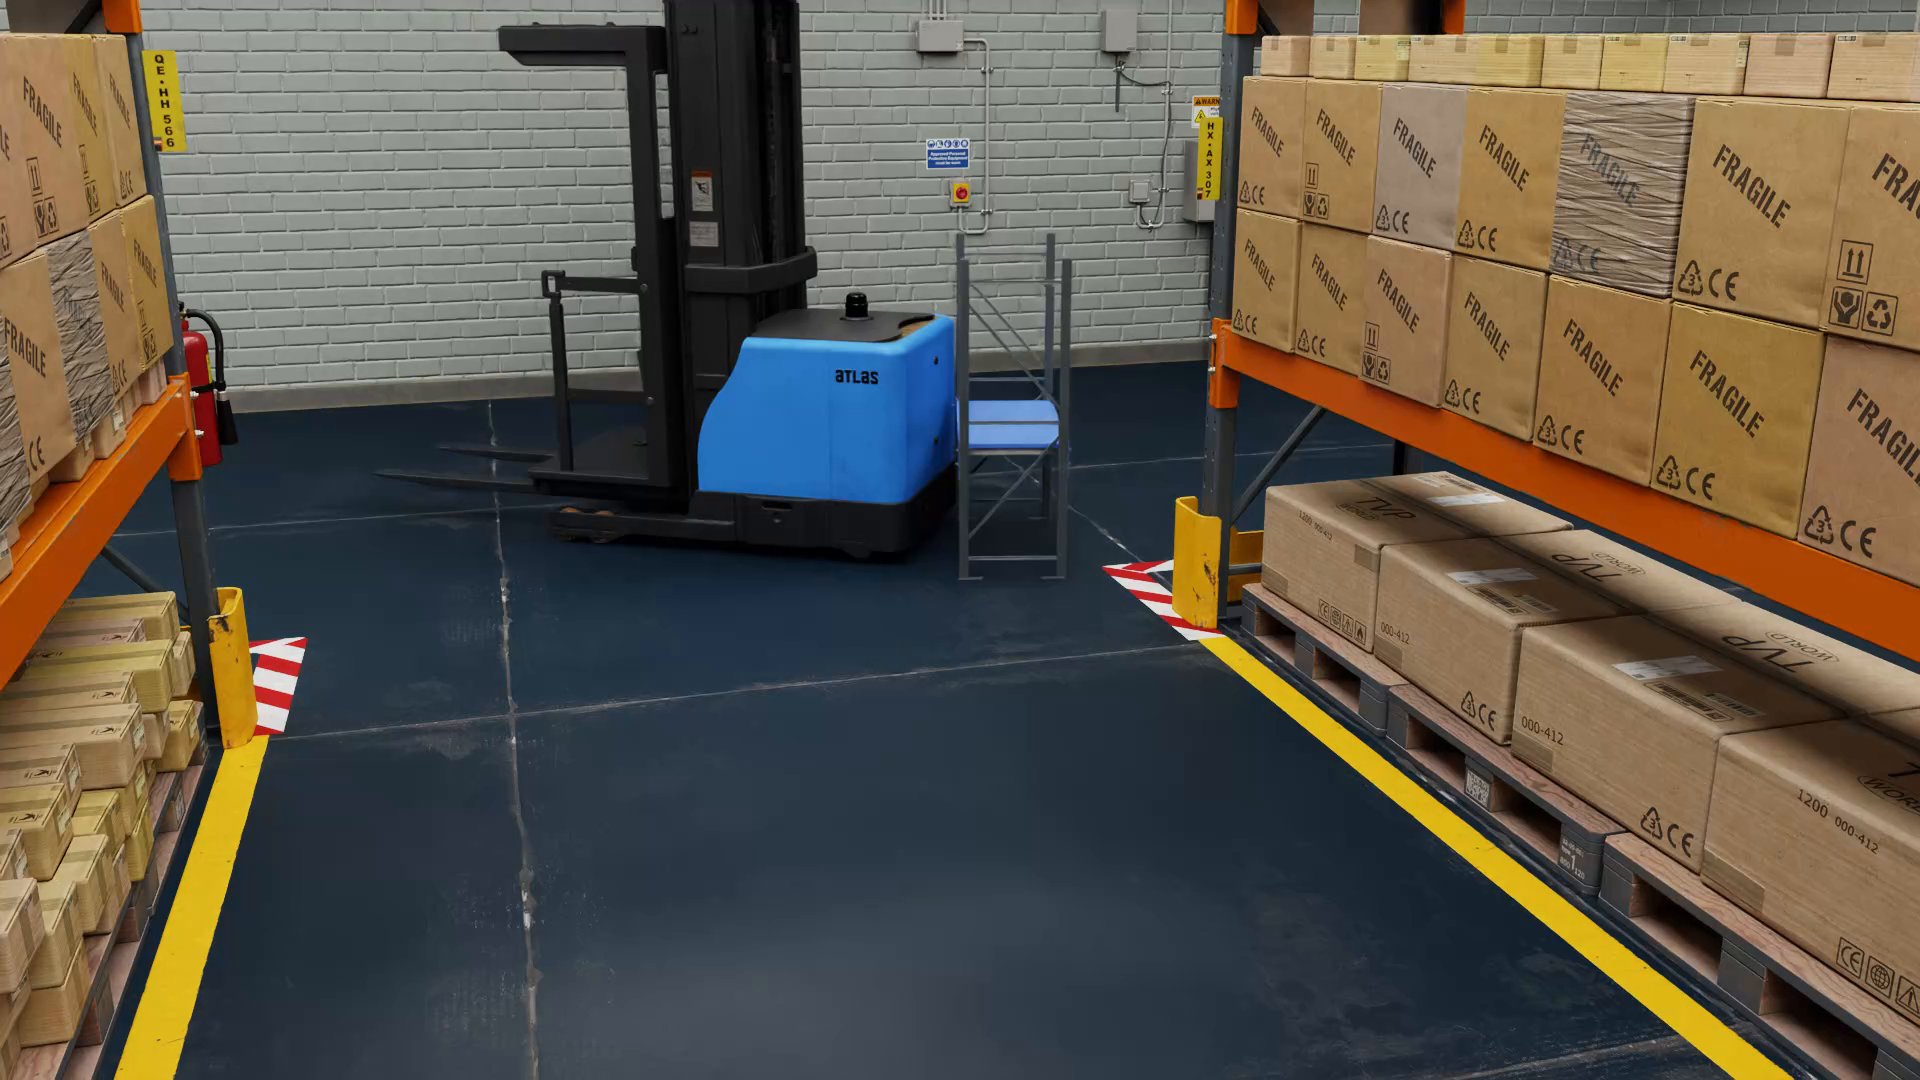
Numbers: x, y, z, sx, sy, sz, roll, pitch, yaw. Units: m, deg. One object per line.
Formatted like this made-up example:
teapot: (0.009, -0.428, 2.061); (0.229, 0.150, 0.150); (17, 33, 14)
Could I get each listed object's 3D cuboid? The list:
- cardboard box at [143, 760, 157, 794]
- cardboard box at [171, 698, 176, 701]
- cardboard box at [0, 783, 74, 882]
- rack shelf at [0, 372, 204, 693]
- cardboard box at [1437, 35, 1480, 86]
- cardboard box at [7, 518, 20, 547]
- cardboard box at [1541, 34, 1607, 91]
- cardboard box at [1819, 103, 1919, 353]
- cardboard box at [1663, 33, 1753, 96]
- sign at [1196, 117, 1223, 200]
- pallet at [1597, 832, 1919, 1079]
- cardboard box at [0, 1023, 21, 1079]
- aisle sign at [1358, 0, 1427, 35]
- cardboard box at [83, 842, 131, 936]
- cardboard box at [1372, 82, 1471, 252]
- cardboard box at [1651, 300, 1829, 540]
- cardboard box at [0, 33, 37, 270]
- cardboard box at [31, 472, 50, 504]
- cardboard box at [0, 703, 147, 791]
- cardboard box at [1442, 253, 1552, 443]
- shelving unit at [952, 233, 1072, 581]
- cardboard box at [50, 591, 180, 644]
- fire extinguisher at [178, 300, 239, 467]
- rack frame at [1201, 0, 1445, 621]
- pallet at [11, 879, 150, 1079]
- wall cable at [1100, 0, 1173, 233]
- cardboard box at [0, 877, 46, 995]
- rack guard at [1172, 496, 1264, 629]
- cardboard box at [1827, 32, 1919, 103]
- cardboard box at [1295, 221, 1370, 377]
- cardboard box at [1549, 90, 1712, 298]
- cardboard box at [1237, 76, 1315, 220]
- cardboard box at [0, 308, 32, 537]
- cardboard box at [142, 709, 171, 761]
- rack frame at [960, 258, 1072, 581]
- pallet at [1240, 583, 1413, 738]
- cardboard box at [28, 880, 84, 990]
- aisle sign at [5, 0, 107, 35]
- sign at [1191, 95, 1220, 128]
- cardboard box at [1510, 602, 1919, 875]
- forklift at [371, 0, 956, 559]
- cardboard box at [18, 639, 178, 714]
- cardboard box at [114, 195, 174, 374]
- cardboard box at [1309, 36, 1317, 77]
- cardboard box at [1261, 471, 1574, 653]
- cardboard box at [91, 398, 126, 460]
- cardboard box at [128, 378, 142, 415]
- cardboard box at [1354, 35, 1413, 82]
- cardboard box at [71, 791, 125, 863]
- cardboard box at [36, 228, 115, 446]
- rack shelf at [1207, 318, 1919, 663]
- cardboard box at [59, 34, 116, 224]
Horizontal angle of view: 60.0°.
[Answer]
cardboard box: (-2.682, 0.721, 5.063); (0.380, 0.149, 0.250); (-5, 17, -16)
cardboard box: (-2.840, 0.578, 5.539); (0.380, 0.149, 0.250); (-4, 17, -14)
cardboard box: (-2.386, 0.725, 4.017); (0.380, 0.149, 0.250); (-5, 17, -15)
rack shelf: (-2.635, 0.183, 3.881); (1.077, 0.370, 4.000); (-5, 17, -15)
cardboard box: (1.720, -1.492, 5.165); (0.380, 0.149, 0.250); (-5, 17, -15)
cardboard box: (-2.376, -0.024, 3.753); (0.380, 0.149, 0.250); (-4, 17, -13)
cardboard box: (1.883, -1.351, 4.696); (0.380, 0.149, 0.250); (-5, 17, -15)
cardboard box: (2.251, -0.664, 3.535); (0.500, 0.500, 0.500); (-5, 17, -16)
cardboard box: (2.038, -1.212, 4.233); (0.380, 0.149, 0.250); (-5, 17, -16)
sign: (1.011, -1.545, 6.739); (0.100, 0.325, 0.005); (-5, 17, -15)
pallet: (2.512, 1.091, 4.454); (1.003, 0.211, 1.213); (-5, 17, -15)
cardboard box: (-2.294, 1.153, 3.625); (0.380, 0.149, 0.250); (-5, 18, -18)
aisle sign: (1.825, -2.424, 6.789); (0.394, 0.787, 0.004); (-5, 17, -15)
cardboard box: (-2.415, 0.931, 4.364); (0.380, 0.149, 0.250); (-4, 17, -14)
cardboard box: (1.702, -1.222, 5.394); (0.500, 0.500, 0.500); (-5, 17, -16)
cardboard box: (2.126, -0.326, 4.149); (0.500, 0.500, 0.500); (-5, 17, -17)
cardboard box: (-2.381, -0.848, 3.633); (0.500, 0.500, 0.500); (-5, 18, -17)
cardboard box: (-2.554, -0.164, 4.220); (0.380, 0.149, 0.250); (-5, 18, -18)
cardboard box: (-2.451, 0.573, 4.523); (0.380, 0.149, 0.250); (-4, 17, -13)
cardboard box: (1.845, -0.610, 5.095); (0.500, 0.500, 0.500); (-4, 17, -13)
shelving unit: (0.239, -0.680, 8.108); (0.538, 1.500, 1.048); (0, 17, -1)
cardboard box: (-2.796, 0.290, 5.462); (0.380, 0.149, 0.250); (-4, 17, -15)
fire extinguisher: (-2.810, -0.606, 6.037); (0.296, 0.674, 0.183); (-5, 17, -15)
rack frame: (1.547, -1.135, 7.015); (1.000, 3.000, 0.127); (-5, 17, -15)
pallet: (-2.643, 1.206, 4.072); (1.003, 0.211, 1.213); (-5, 17, -15)
wall cable: (1.335, -3.294, 12.439); (0.588, 1.984, 0.122); (-5, 17, -15)
cardboard box: (-2.202, 0.865, 3.551); (0.380, 0.149, 0.250); (-4, 17, -14)
rack guard: (1.540, 0.056, 7.397); (1.175, 0.500, 0.348); (-5, 17, -15)
cardboard box: (2.228, -1.077, 3.783); (0.380, 0.149, 0.250); (-5, 17, -15)
cardboard box: (1.568, -0.889, 6.025); (0.500, 0.500, 0.500); (-5, 17, -16)
cardboard box: (1.970, -0.945, 4.471); (0.500, 0.500, 0.500); (-4, 17, -15)
cardboard box: (1.405, -1.506, 6.340); (0.500, 0.500, 0.500); (-5, 17, -16)
cardboard box: (-2.226, -0.235, 3.328); (0.500, 0.500, 0.500); (-5, 17, -16)
cardboard box: (-2.621, 0.574, 5.037); (0.380, 0.149, 0.250); (-5, 18, -18)
rack frame: (0.248, -0.534, 7.621); (0.500, 1.500, 0.032); (0, 17, -1)
pallet: (1.842, 0.416, 6.700); (1.003, 0.211, 1.213); (-5, 17, -15)
cardboard box: (-2.268, 0.932, 3.843); (0.380, 0.149, 0.250); (-5, 17, -16)
aisle sign: (-2.917, -2.004, 5.391); (0.394, 0.787, 0.004); (-5, 17, -15)
sign: (1.924, -3.267, 12.677); (0.339, 0.242, 0.001); (-5, 17, -15)
cardboard box: (2.330, 0.568, 5.070); (0.875, 0.438, 0.875); (-5, 17, -17)
forklift: (-1.591, -1.526, 8.438); (3.031, 2.935, 1.130); (4, 17, 14)
cardboard box: (-2.589, 0.426, 5.011); (0.380, 0.149, 0.250); (-5, 17, -16)
cardboard box: (-2.814, -0.802, 5.216); (0.500, 0.500, 0.500); (-4, 17, -14)
cardboard box: (1.519, -1.785, 6.141); (0.380, 0.149, 0.250); (-4, 17, -14)
cardboard box: (1.824, 0.066, 6.742); (0.875, 0.438, 0.875); (-5, 18, -17)
cardboard box: (-2.615, -0.318, 4.735); (0.380, 0.149, 0.250); (-4, 17, -14)
cardboard box: (-2.791, -0.455, 5.191); (0.380, 0.149, 0.250); (-5, 17, -15)
cardboard box: (1.569, -1.633, 5.634); (0.380, 0.149, 0.250); (-5, 18, -17)
cardboard box: (-2.414, 0.788, 4.323); (0.380, 0.149, 0.250); (-4, 17, -12)
cardboard box: (-2.529, -0.519, 4.276); (0.500, 0.500, 0.500); (-5, 17, -15)
rack shelf: (2.096, -0.237, 5.277); (1.077, 0.370, 4.000); (-5, 17, -15)
cardboard box: (-2.681, -1.137, 4.596); (0.500, 0.500, 0.500); (-5, 18, -17)
